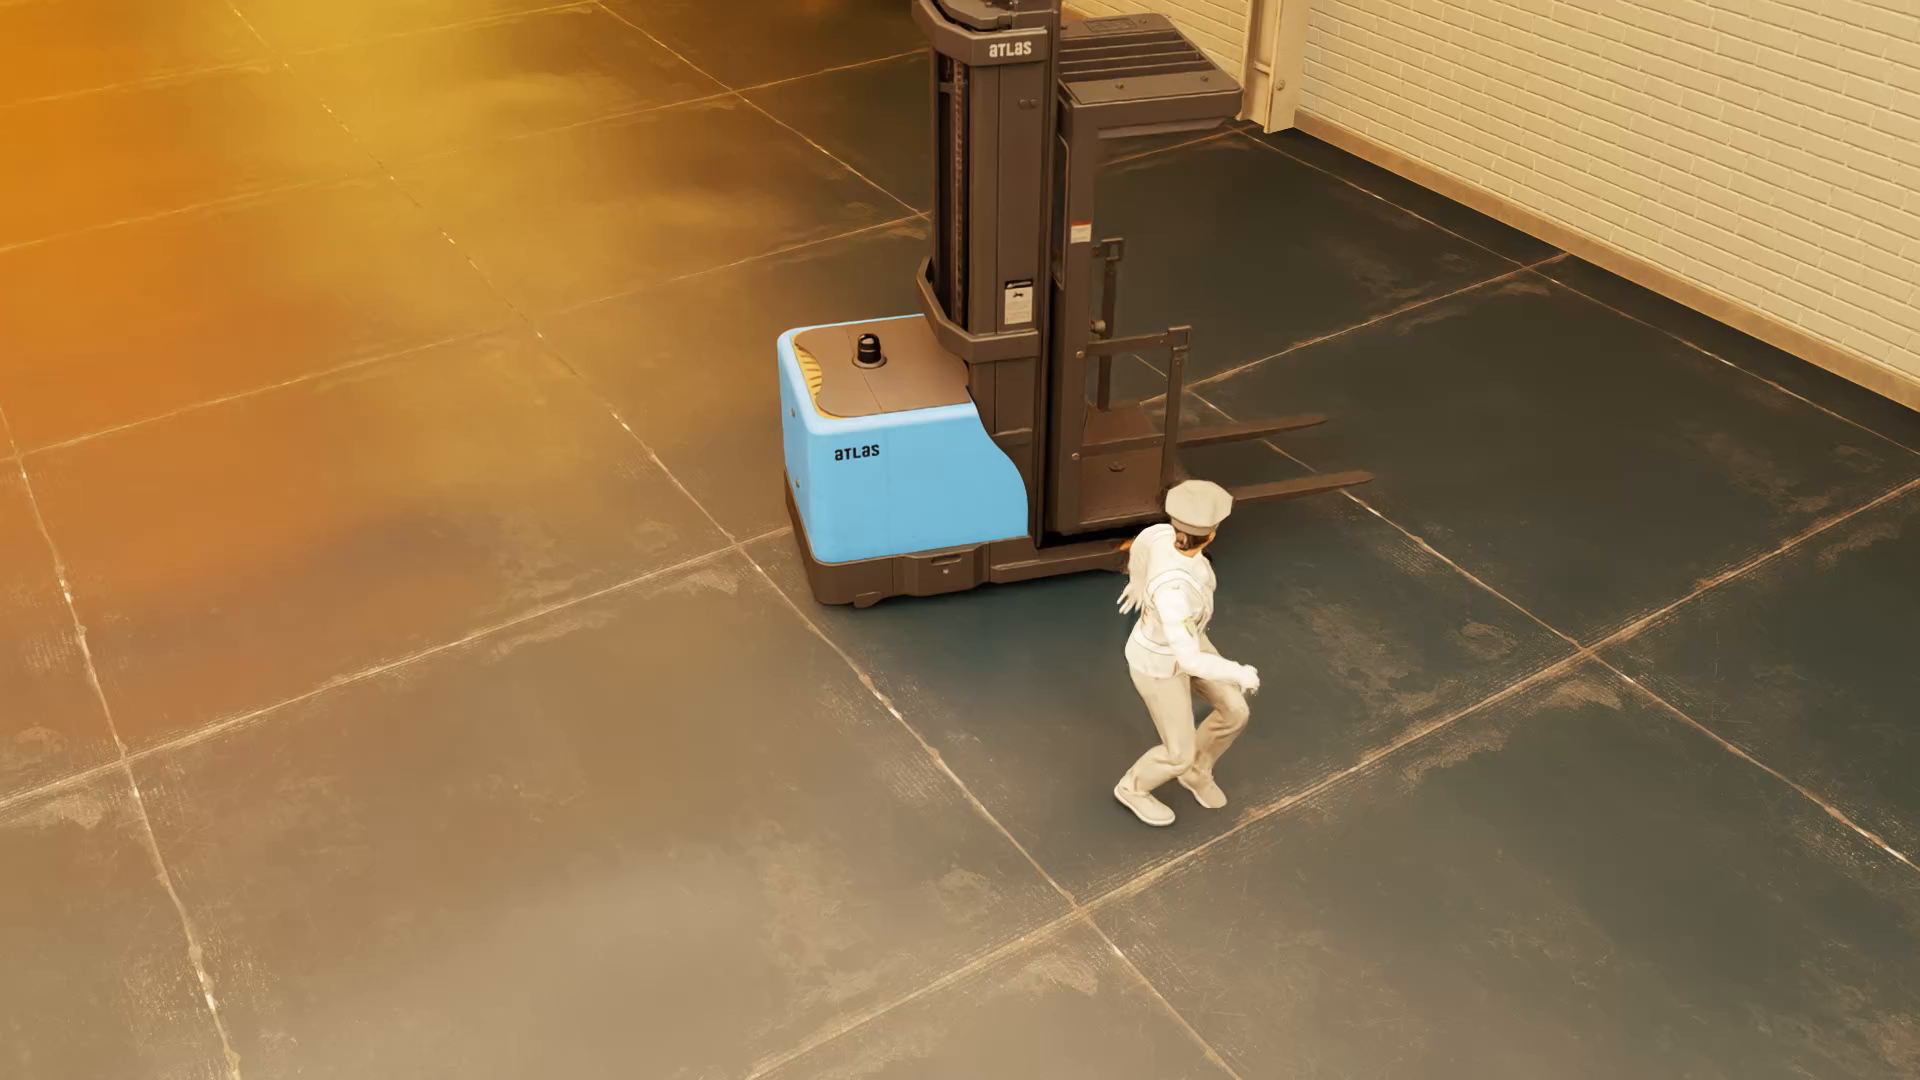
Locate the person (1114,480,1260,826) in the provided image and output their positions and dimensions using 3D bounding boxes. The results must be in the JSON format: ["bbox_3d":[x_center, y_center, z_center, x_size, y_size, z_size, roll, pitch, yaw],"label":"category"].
[{"bbox_3d":[0.865,0.490,6.650,0.710,1.646,0.613,16,38,21],"label":"person"}]

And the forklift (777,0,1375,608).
[{"bbox_3d":[0.645,-1.317,8.022,3.031,2.935,1.130,-8,36,-12],"label":"forklift"}]
